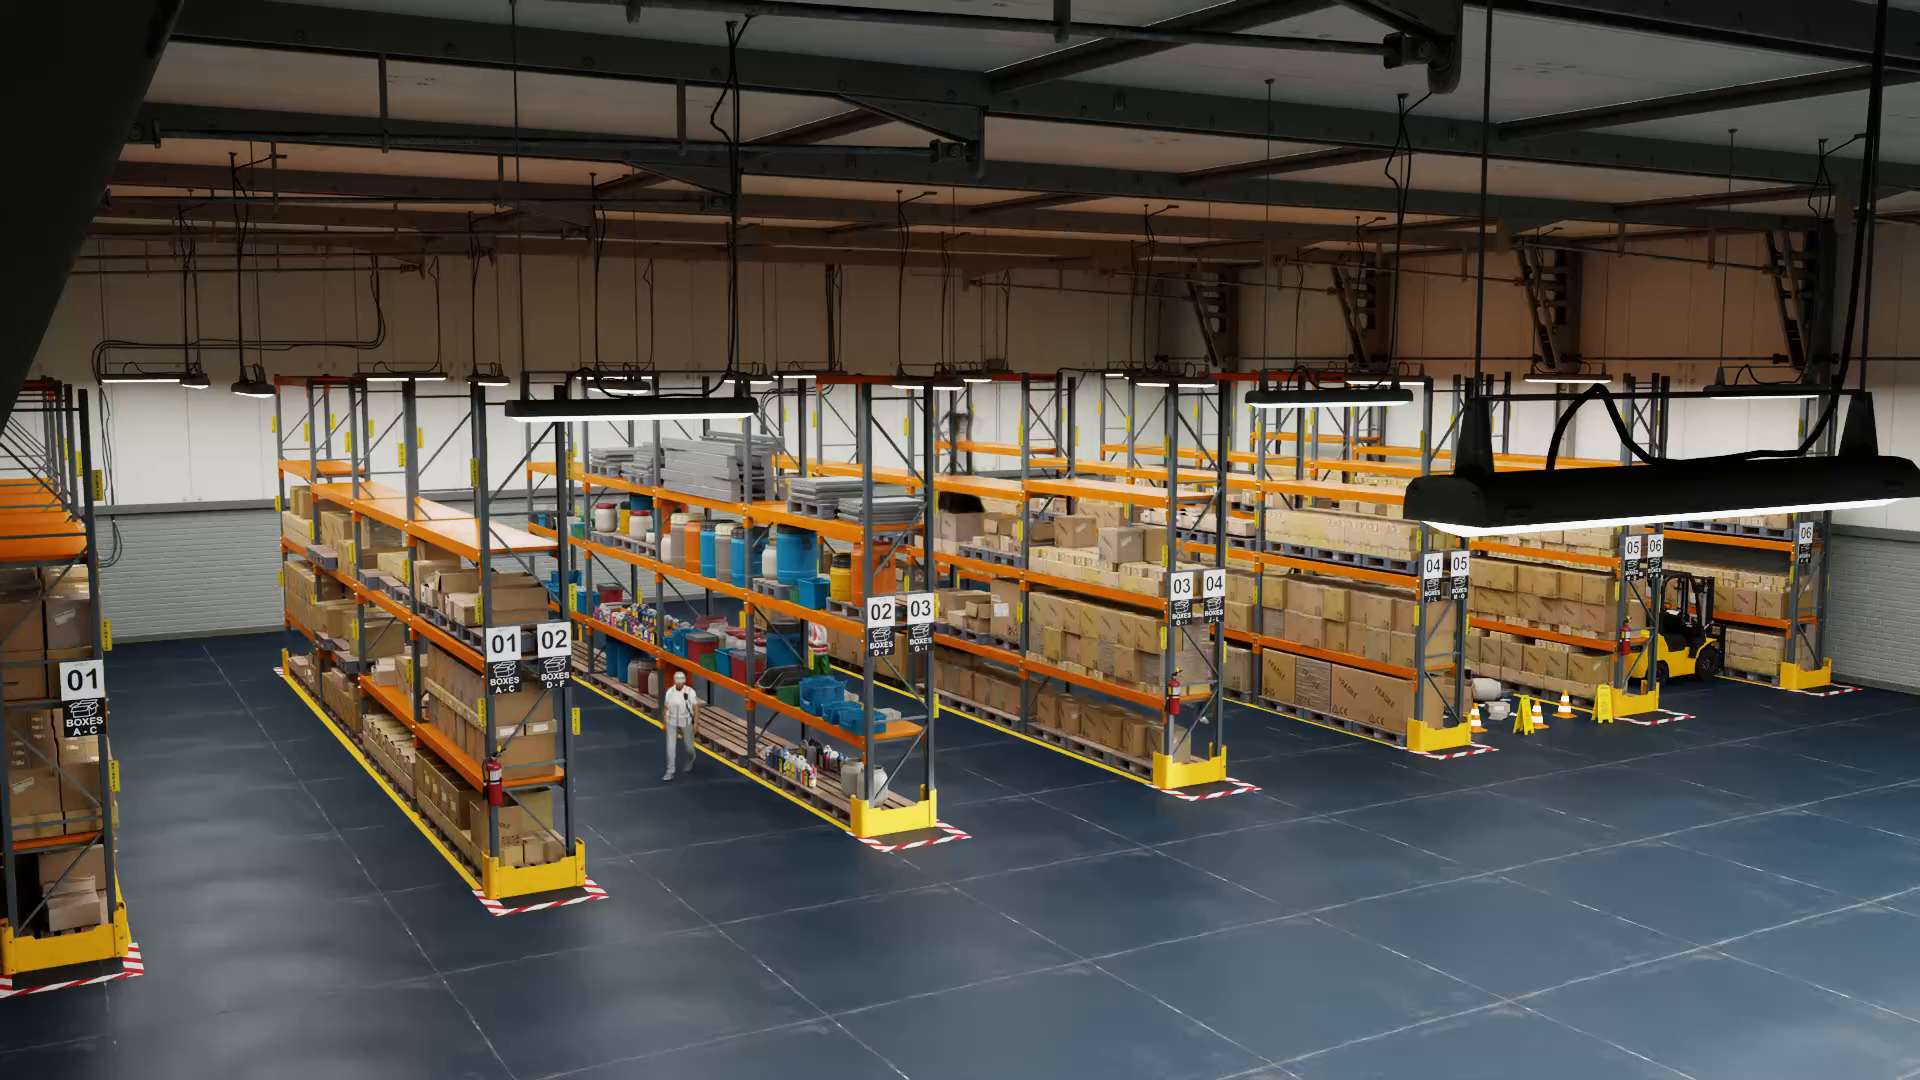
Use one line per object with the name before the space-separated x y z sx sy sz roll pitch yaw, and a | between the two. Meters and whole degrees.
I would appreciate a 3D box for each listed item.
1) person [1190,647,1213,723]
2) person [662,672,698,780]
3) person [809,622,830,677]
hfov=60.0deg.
person | 4.226 2.414 28.975 0.578 1.553 0.640 -4 8 -34
person | -4.214 2.769 25.137 0.541 1.633 0.634 0 6 0
person | -2.611 2.092 30.348 0.657 1.776 0.968 -6 8 -42
